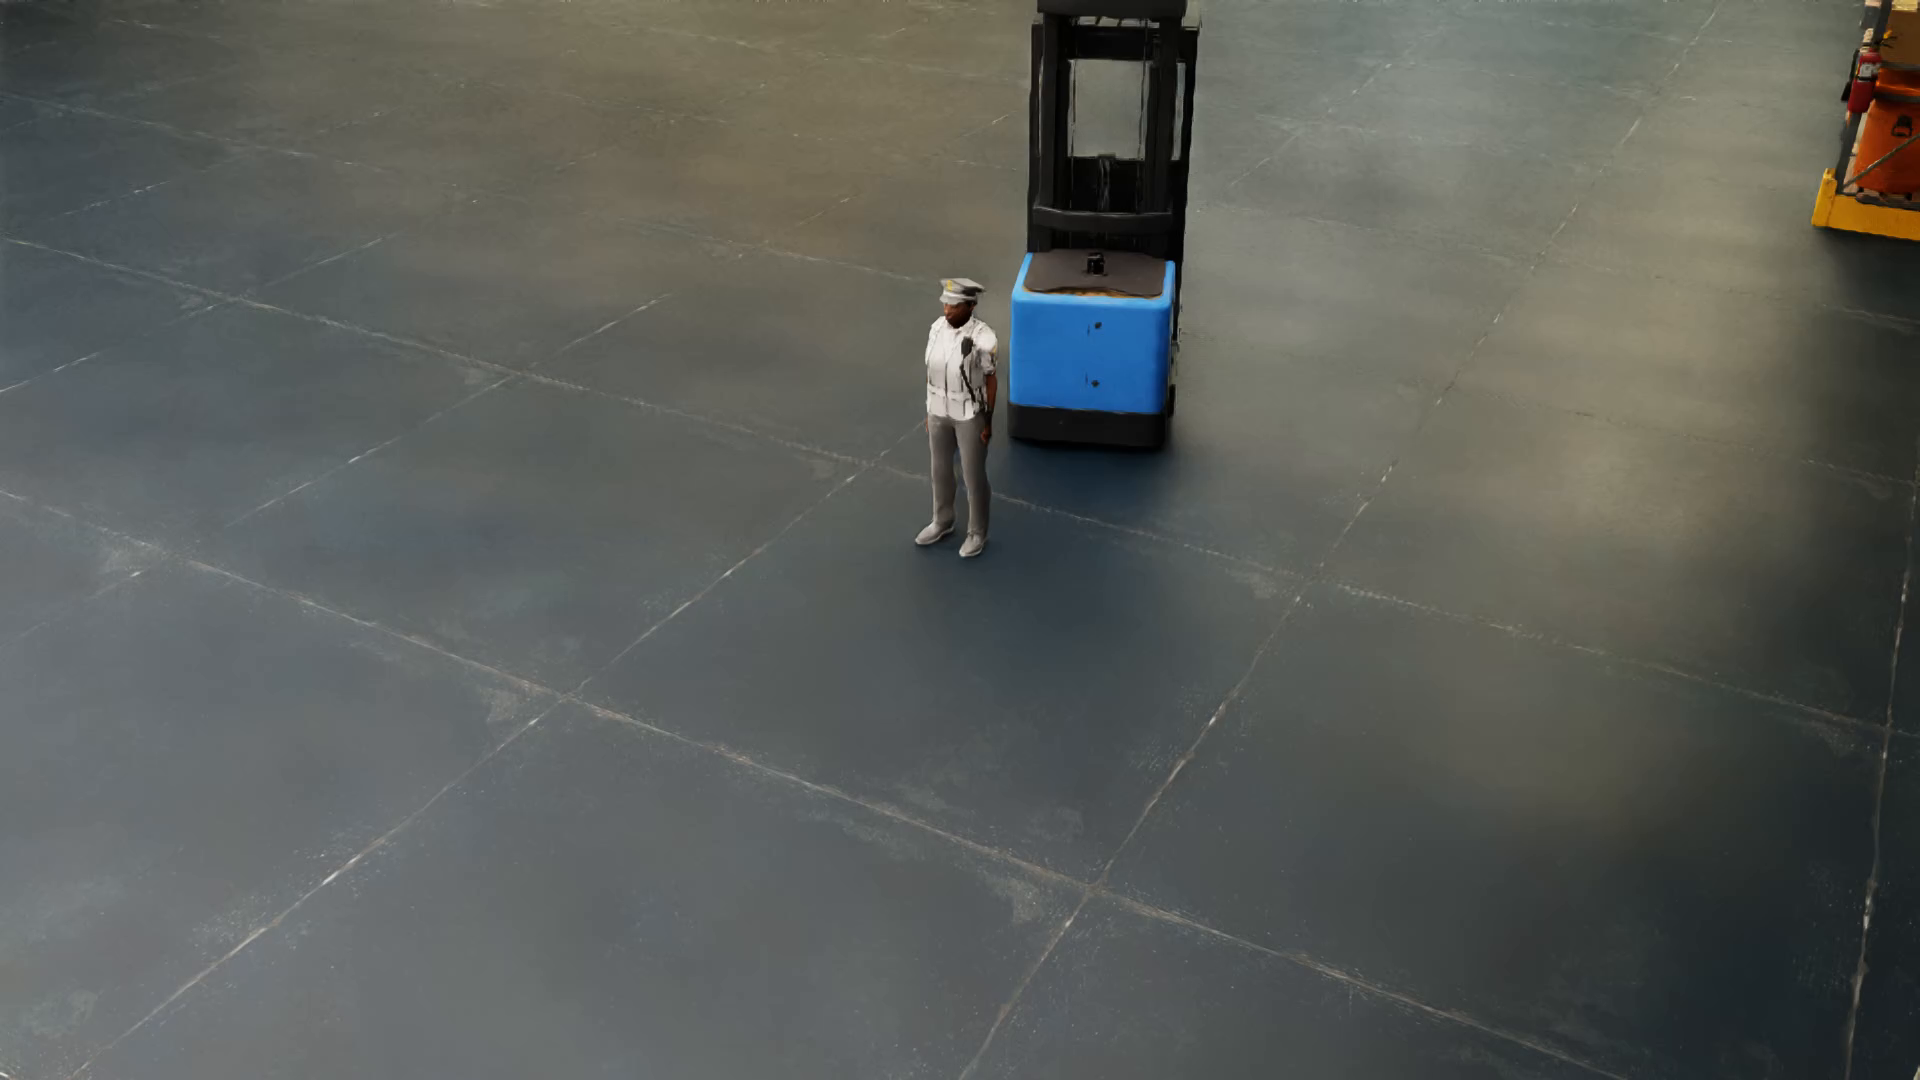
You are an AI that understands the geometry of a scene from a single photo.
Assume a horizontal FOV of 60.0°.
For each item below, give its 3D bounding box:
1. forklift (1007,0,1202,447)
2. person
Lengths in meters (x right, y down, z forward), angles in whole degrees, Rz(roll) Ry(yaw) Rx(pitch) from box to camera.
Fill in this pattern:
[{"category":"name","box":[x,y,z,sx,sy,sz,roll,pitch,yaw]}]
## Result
[{"category":"forklift","box":[1.052,-2.599,11.573,1.130,2.935,3.031,4,30,8]},{"category":"person","box":[-0.016,-0.721,9.570,0.446,1.688,0.338,15,33,25]}]
